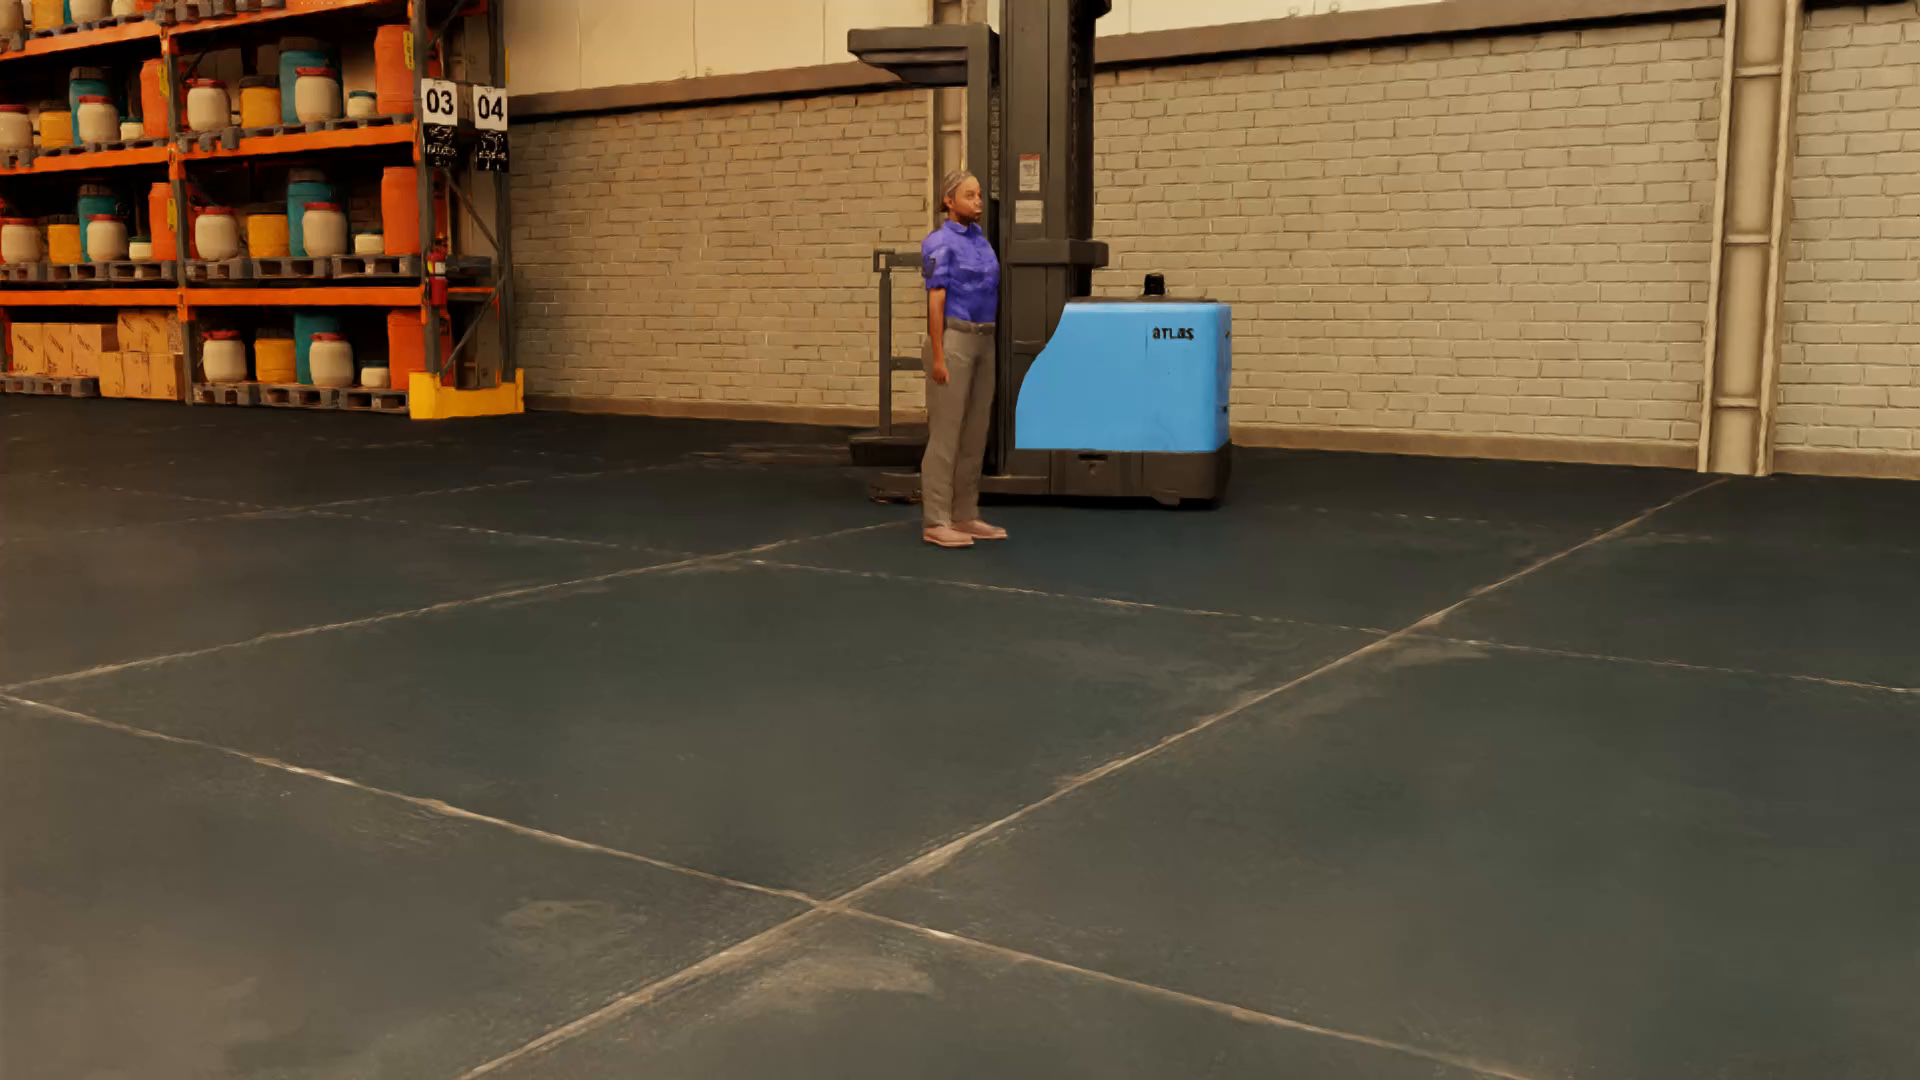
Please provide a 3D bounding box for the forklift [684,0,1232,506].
[{"bbox_3d":[-0.025,-1.717,9.266,3.031,2.935,1.130,2,8,14],"label":"forklift"}]

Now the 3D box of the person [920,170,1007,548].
[{"bbox_3d":[0.016,-0.817,7.468,0.320,1.662,0.446,5,10,34],"label":"person"}]
